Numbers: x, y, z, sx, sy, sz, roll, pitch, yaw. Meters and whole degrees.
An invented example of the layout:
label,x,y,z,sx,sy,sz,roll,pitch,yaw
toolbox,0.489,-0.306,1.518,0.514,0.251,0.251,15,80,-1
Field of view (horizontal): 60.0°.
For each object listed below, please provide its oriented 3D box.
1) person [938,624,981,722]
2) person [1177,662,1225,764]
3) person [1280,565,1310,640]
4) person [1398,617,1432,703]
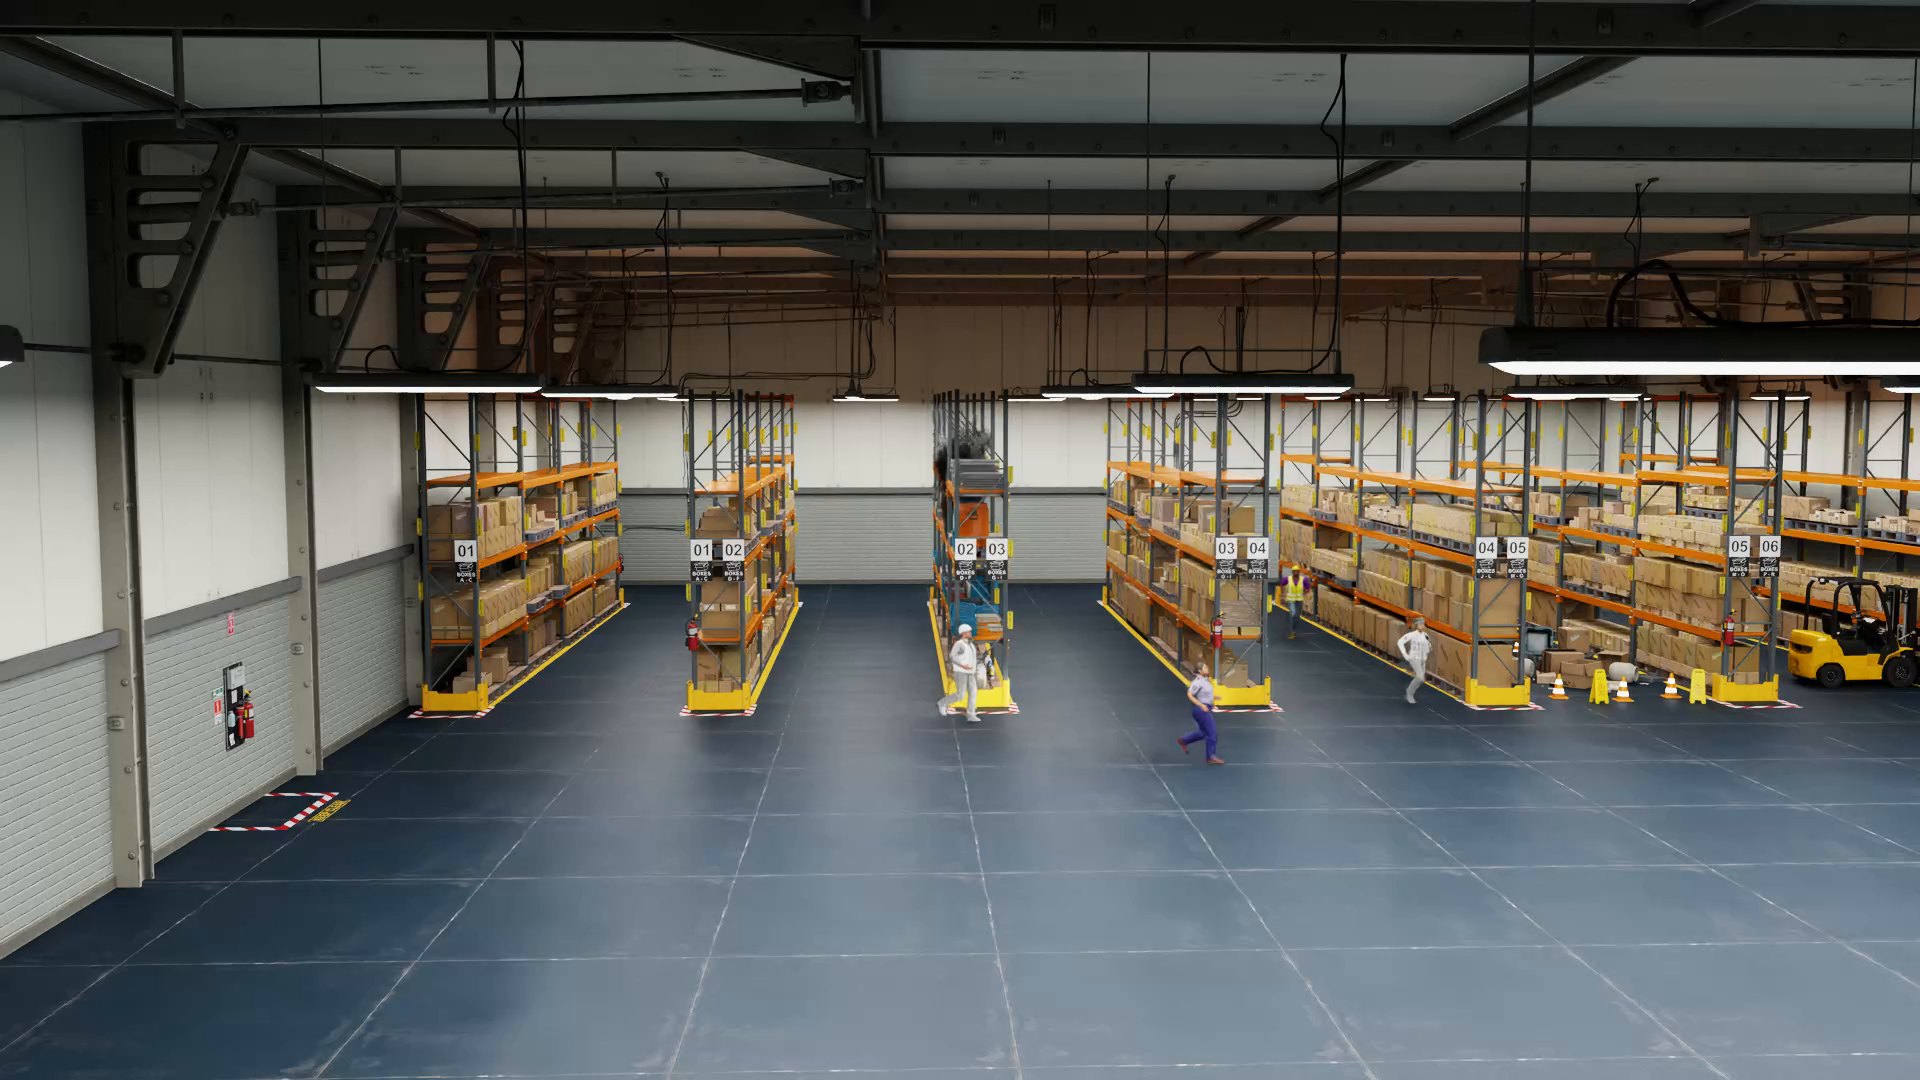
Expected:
label,x,y,z,sx,sy,sz,roll,pitch,yaw
person,0.096,2.399,30.198,0.878,1.735,0.716,3,6,32
person,3.847,2.749,26.602,0.803,1.611,0.620,2,5,19
person,8.238,1.522,40.795,0.680,1.822,0.794,0,5,0
person,8.773,2.301,31.814,0.599,1.655,0.579,-2,5,-26
